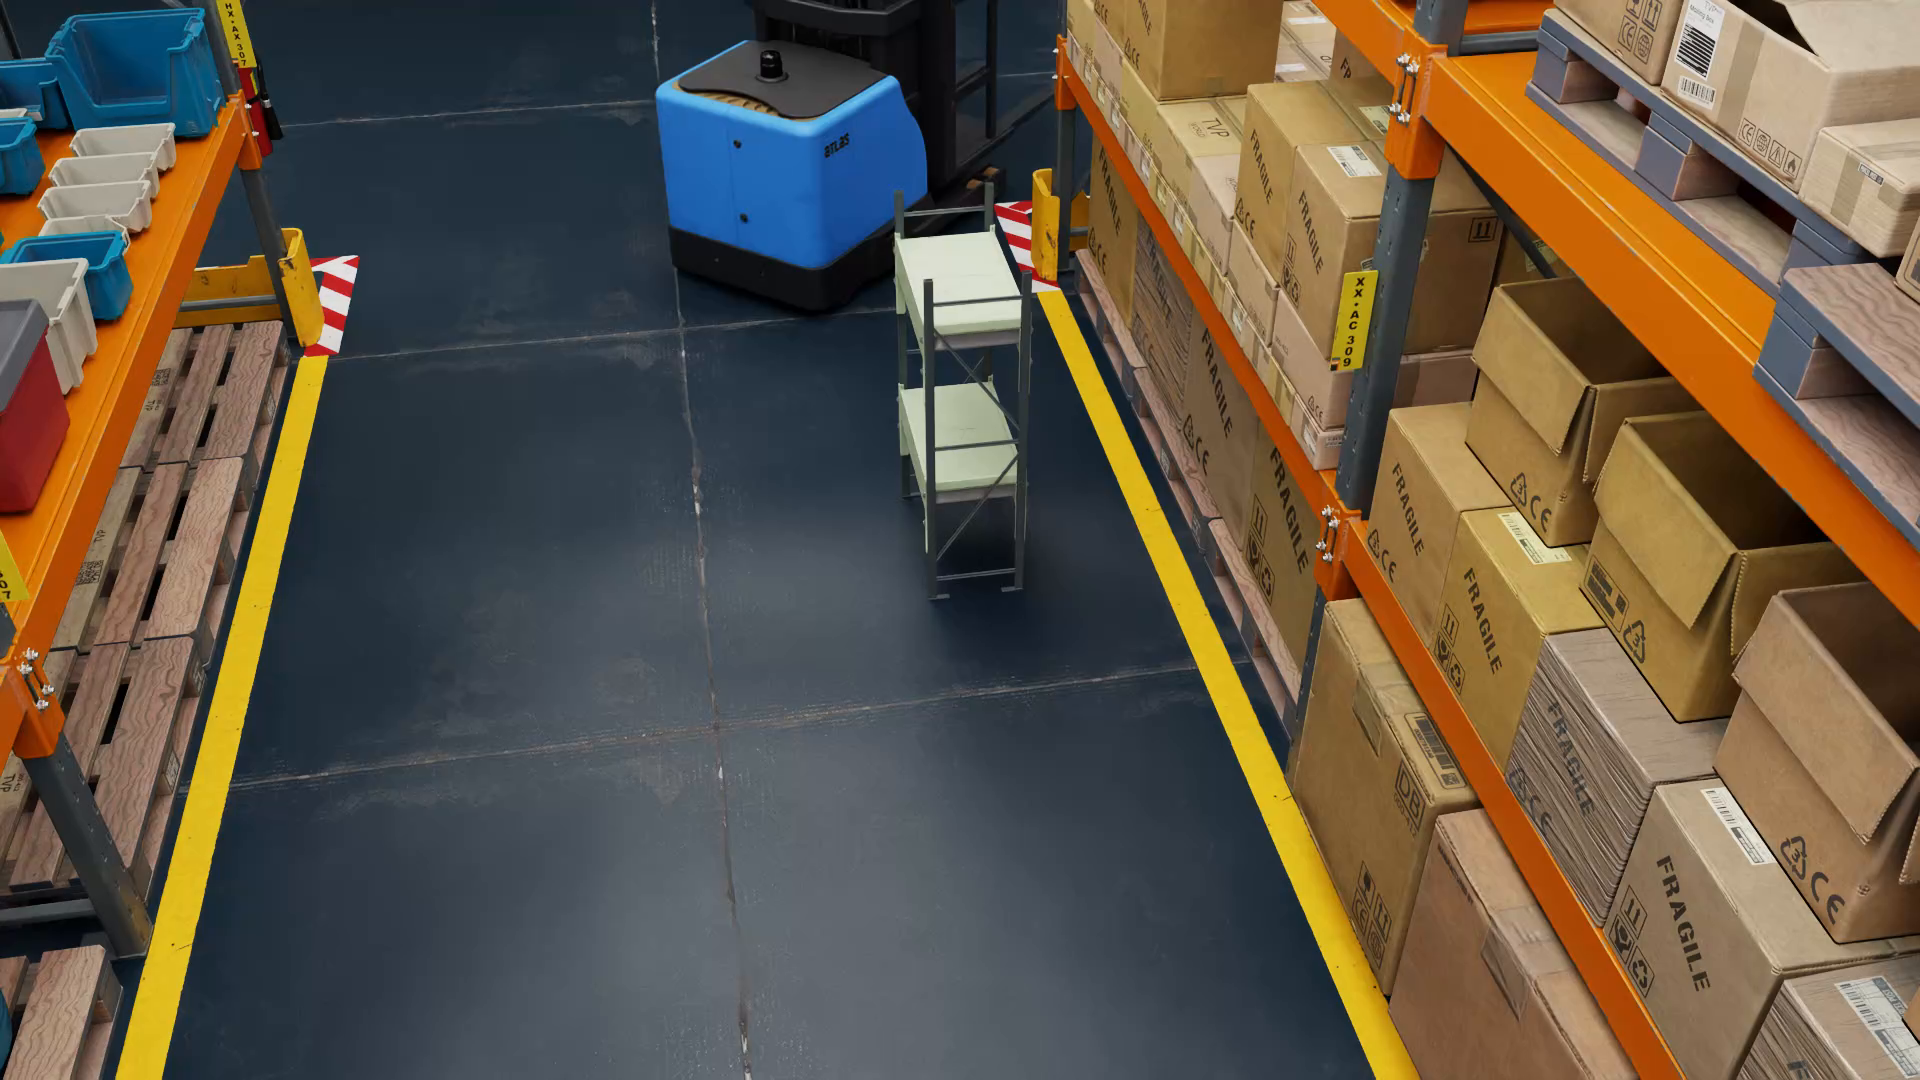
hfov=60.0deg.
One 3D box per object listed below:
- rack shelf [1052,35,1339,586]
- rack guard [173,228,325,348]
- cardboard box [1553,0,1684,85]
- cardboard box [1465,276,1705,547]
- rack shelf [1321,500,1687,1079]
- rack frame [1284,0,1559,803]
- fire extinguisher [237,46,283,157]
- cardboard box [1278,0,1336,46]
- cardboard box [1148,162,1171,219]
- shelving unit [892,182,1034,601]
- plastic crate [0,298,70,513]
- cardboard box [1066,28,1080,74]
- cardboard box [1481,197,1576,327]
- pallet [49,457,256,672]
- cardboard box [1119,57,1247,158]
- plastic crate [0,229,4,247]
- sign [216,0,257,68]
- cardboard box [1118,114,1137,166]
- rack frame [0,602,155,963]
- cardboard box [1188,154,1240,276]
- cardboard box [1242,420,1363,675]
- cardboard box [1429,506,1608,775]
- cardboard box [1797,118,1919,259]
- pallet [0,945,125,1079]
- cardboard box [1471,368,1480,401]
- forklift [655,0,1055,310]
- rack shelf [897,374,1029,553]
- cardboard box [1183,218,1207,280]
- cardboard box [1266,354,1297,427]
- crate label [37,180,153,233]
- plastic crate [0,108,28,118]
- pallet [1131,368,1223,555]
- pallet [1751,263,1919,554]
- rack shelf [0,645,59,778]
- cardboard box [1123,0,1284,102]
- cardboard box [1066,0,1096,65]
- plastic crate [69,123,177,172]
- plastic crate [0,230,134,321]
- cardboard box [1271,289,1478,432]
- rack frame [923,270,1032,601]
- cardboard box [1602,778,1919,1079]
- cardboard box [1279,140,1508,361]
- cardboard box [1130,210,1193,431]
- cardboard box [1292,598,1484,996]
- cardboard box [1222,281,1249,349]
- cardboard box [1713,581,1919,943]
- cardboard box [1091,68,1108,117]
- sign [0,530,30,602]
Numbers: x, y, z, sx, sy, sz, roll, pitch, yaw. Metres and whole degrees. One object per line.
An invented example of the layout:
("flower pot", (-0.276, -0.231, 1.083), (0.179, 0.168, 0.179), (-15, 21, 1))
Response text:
("rack shelf", (1.344, -1.249, 6.999), (1.077, 0.370, 4.000), (-6, 38, -8))
("rack guard", (-3.899, -1.234, 8.431), (1.175, 0.500, 0.348), (-6, 38, -8))
("cardboard box", (1.807, -1.366, 3.694), (0.700, 0.500, 0.500), (-5, 38, -7))
("cardboard box", (1.815, -0.376, 4.390), (0.797, 0.503, 0.637), (-7, 38, -9))
("rack shelf", (2.046, 1.167, 3.889), (1.077, 0.370, 4.000), (-6, 38, -8))
("rack frame", (1.695, -0.325, 5.223), (1.000, 3.000, 0.127), (-6, 38, -8))
("fire extinguisher", (-3.461, -2.171, 7.966), (0.296, 0.674, 0.183), (-6, 38, -8))
("cardboard box", (1.428, -2.229, 7.554), (0.500, 0.250, 0.500), (-7, 38, -9))
("cardboard box", (1.002, -1.463, 6.893), (0.380, 0.149, 0.250), (-7, 38, -9))
("shelving unit", (0.001, -0.588, 6.785), (0.431, 1.500, 0.755), (-6, 38, -8))
("plastic crate", (-3.091, -0.408, 5.229), (0.402, 0.464, 0.583), (-6, 38, -8))
("cardboard box", (0.731, -2.392, 8.089), (0.380, 0.149, 0.250), (-6, 38, -7))
("cardboard box", (1.863, -0.996, 5.356), (0.500, 0.500, 0.500), (-6, 38, -8))
("pallet", (-3.566, 0.130, 6.910), (1.003, 0.211, 1.213), (-6, 38, -8))
("cardboard box", (0.994, -1.863, 7.083), (0.500, 0.250, 0.500), (-7, 38, -9))
("plastic crate", (-3.932, -1.186, 6.419), (0.416, 0.233, 0.300), (-6, 38, -8))
("sign", (-3.344, -2.342, 7.686), (0.100, 0.325, 0.005), (-6, 38, -8))
("cardboard box", (0.913, -1.771, 7.290), (0.380, 0.149, 0.250), (-7, 38, -9))
("rack frame", (-3.181, 0.208, 4.538), (1.000, 3.000, 0.127), (-6, 38, -8))
("cardboard box", (1.176, -1.242, 6.284), (0.500, 0.250, 0.500), (-5, 38, -7))
("cardboard box", (1.658, -0.059, 6.271), (0.875, 0.875, 0.875), (-6, 38, -8))
("cardboard box", (1.619, 0.244, 4.410), (0.500, 0.500, 0.500), (-6, 38, -8))
("cardboard box", (1.808, -0.661, 3.073), (0.380, 0.149, 0.250), (-8, 39, -10))
("pallet", (-3.087, 1.779, 4.788), (1.003, 0.211, 1.213), (-6, 38, -8))
("cardboard box", (1.871, -0.695, 5.580), (0.500, 0.250, 0.500), (-7, 38, -9))
("forklift", (-0.381, -3.234, 9.024), (1.130, 2.935, 3.031), (20, 42, 24))
("rack shelf", (0.001, -0.331, 6.985), (0.431, 0.370, 0.720), (-6, 38, -8))
("cardboard box", (1.093, -1.151, 6.491), (0.380, 0.149, 0.250), (-7, 38, -9))
("cardboard box", (1.274, -0.531, 5.693), (0.380, 0.149, 0.250), (-6, 38, -7))
("crate label", (-3.452, -1.313, 6.661), (0.396, 0.136, 0.243), (-6, 38, -8))
("plastic crate", (-4.189, -1.741, 7.212), (0.250, 0.136, 0.298), (-6, 38, -8))
("pallet", (1.422, -0.430, 7.631), (1.003, 0.211, 1.213), (-6, 38, -8))
("pallet", (2.032, -0.077, 2.614), (1.003, 0.211, 1.213), (-5, 38, -6))
("rack shelf", (-2.831, 1.700, 3.203), (1.077, 0.370, 4.000), (-6, 38, -8))
("cardboard box", (0.997, -2.162, 6.857), (0.500, 0.500, 0.500), (-7, 38, -9))
("cardboard box", (0.812, -2.480, 7.877), (0.500, 0.250, 0.500), (-7, 38, -9))
("plastic crate", (-3.561, -1.655, 7.101), (0.396, 0.136, 0.243), (-6, 38, -8))
("plastic crate", (-3.270, -0.953, 6.119), (0.416, 0.233, 0.300), (-6, 38, -8))
("cardboard box", (1.359, -0.622, 5.485), (0.500, 0.250, 0.500), (-7, 38, -9))
("rack frame", (0.065, -0.367, 6.500), (0.400, 1.500, 0.023), (-6, 38, -8))
("cardboard box", (1.802, 0.858, 3.620), (0.500, 0.500, 0.500), (-6, 38, -7))
("cardboard box", (1.351, -0.928, 5.268), (0.500, 0.500, 0.500), (-5, 38, -7))
("cardboard box", (1.344, -1.140, 7.662), (0.875, 0.875, 0.875), (-6, 38, -8))
("cardboard box", (1.827, 0.733, 5.252), (1.225, 0.875, 0.875), (-6, 38, -8))
("cardboard box", (1.184, -0.841, 6.092), (0.380, 0.149, 0.250), (-6, 38, -7))
("cardboard box", (2.048, 0.414, 3.373), (0.797, 0.503, 0.637), (-5, 38, -6))
("cardboard box", (0.823, -2.083, 7.690), (0.380, 0.149, 0.250), (-7, 38, -9))
("sign", (-2.639, 0.040, 4.527), (0.100, 0.325, 0.005), (-6, 38, -8))
